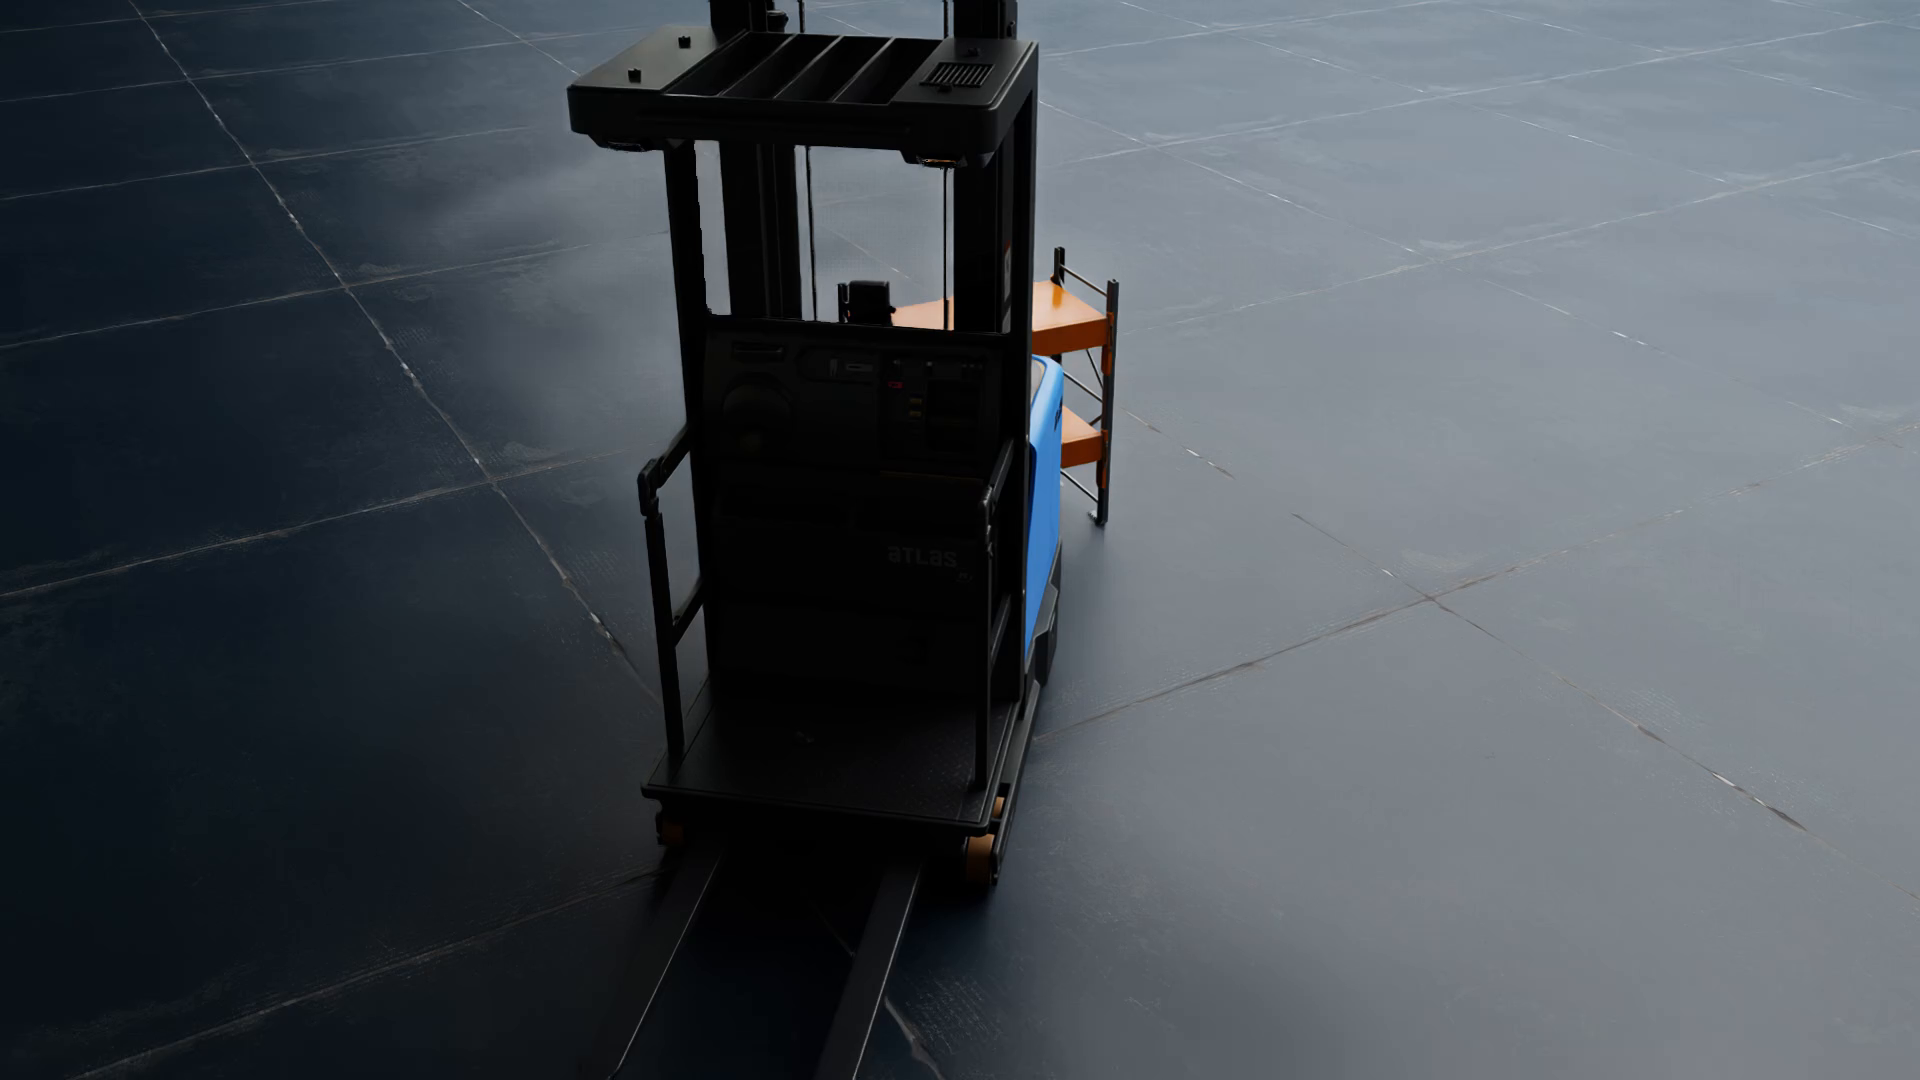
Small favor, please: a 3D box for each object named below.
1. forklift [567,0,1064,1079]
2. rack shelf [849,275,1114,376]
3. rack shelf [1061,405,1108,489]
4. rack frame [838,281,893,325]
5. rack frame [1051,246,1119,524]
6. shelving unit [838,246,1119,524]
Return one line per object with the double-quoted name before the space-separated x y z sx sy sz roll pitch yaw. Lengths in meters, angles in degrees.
"forklift" -0.370 -0.384 4.913 1.130 2.935 3.031 5 29 9
"rack shelf" 0.076 -0.826 6.977 1.000 0.278 0.538 -13 32 -22
"rack shelf" 0.076 -0.356 7.236 1.000 0.278 0.538 -13 32 -22
"rack frame" -0.381 -0.462 6.924 0.032 1.125 0.500 -13 32 -22
"rack frame" 0.533 -0.677 7.312 0.032 1.125 0.500 -13 32 -22
"shelving unit" 0.076 -0.570 7.118 1.048 1.125 0.538 -13 32 -22
